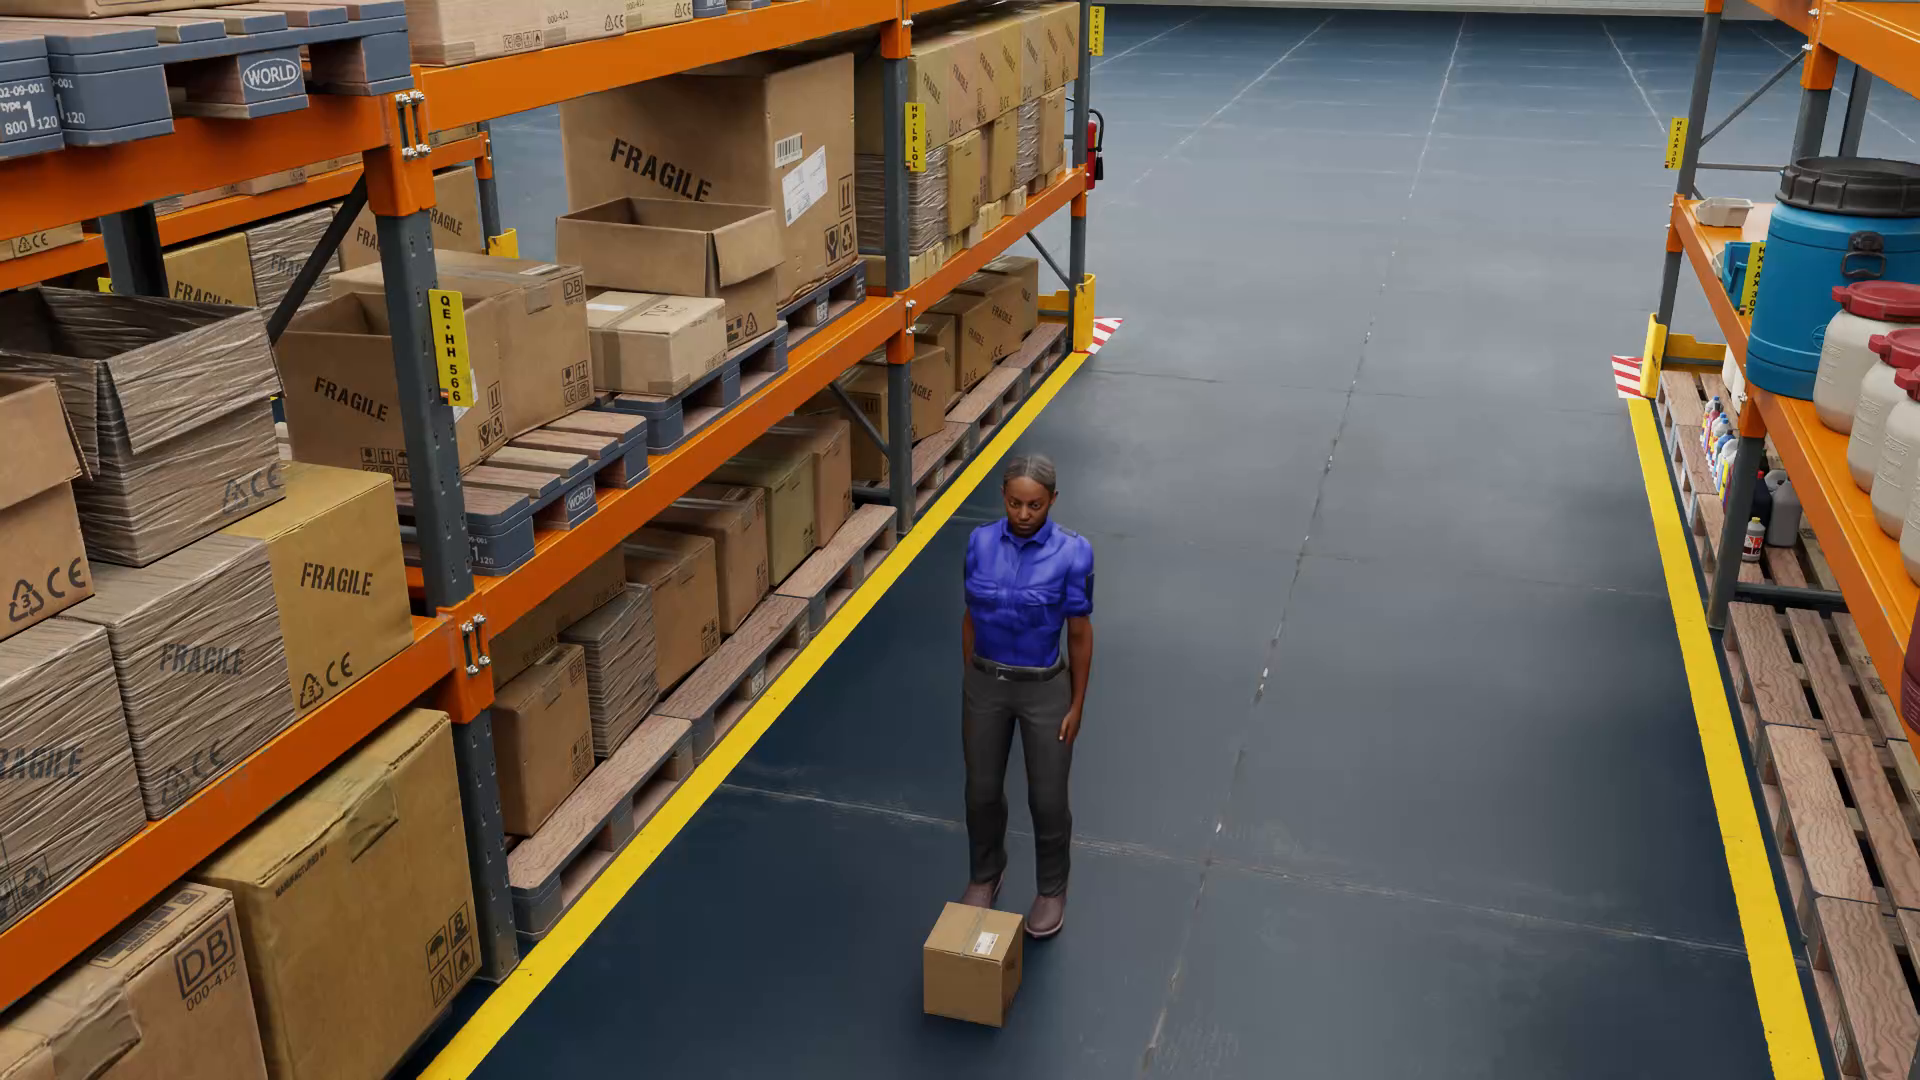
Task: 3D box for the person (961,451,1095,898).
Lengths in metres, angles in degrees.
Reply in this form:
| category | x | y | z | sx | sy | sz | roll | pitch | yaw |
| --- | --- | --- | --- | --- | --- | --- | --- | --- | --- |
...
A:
| category | x | y | z | sx | sy | sz | roll | pitch | yaw |
| --- | --- | --- | --- | --- | --- | --- | --- | --- | --- |
| person | 0.209 | 0.465 | 5.359 | 0.437 | 1.580 | 0.292 | 7 | 23 | 17 |
